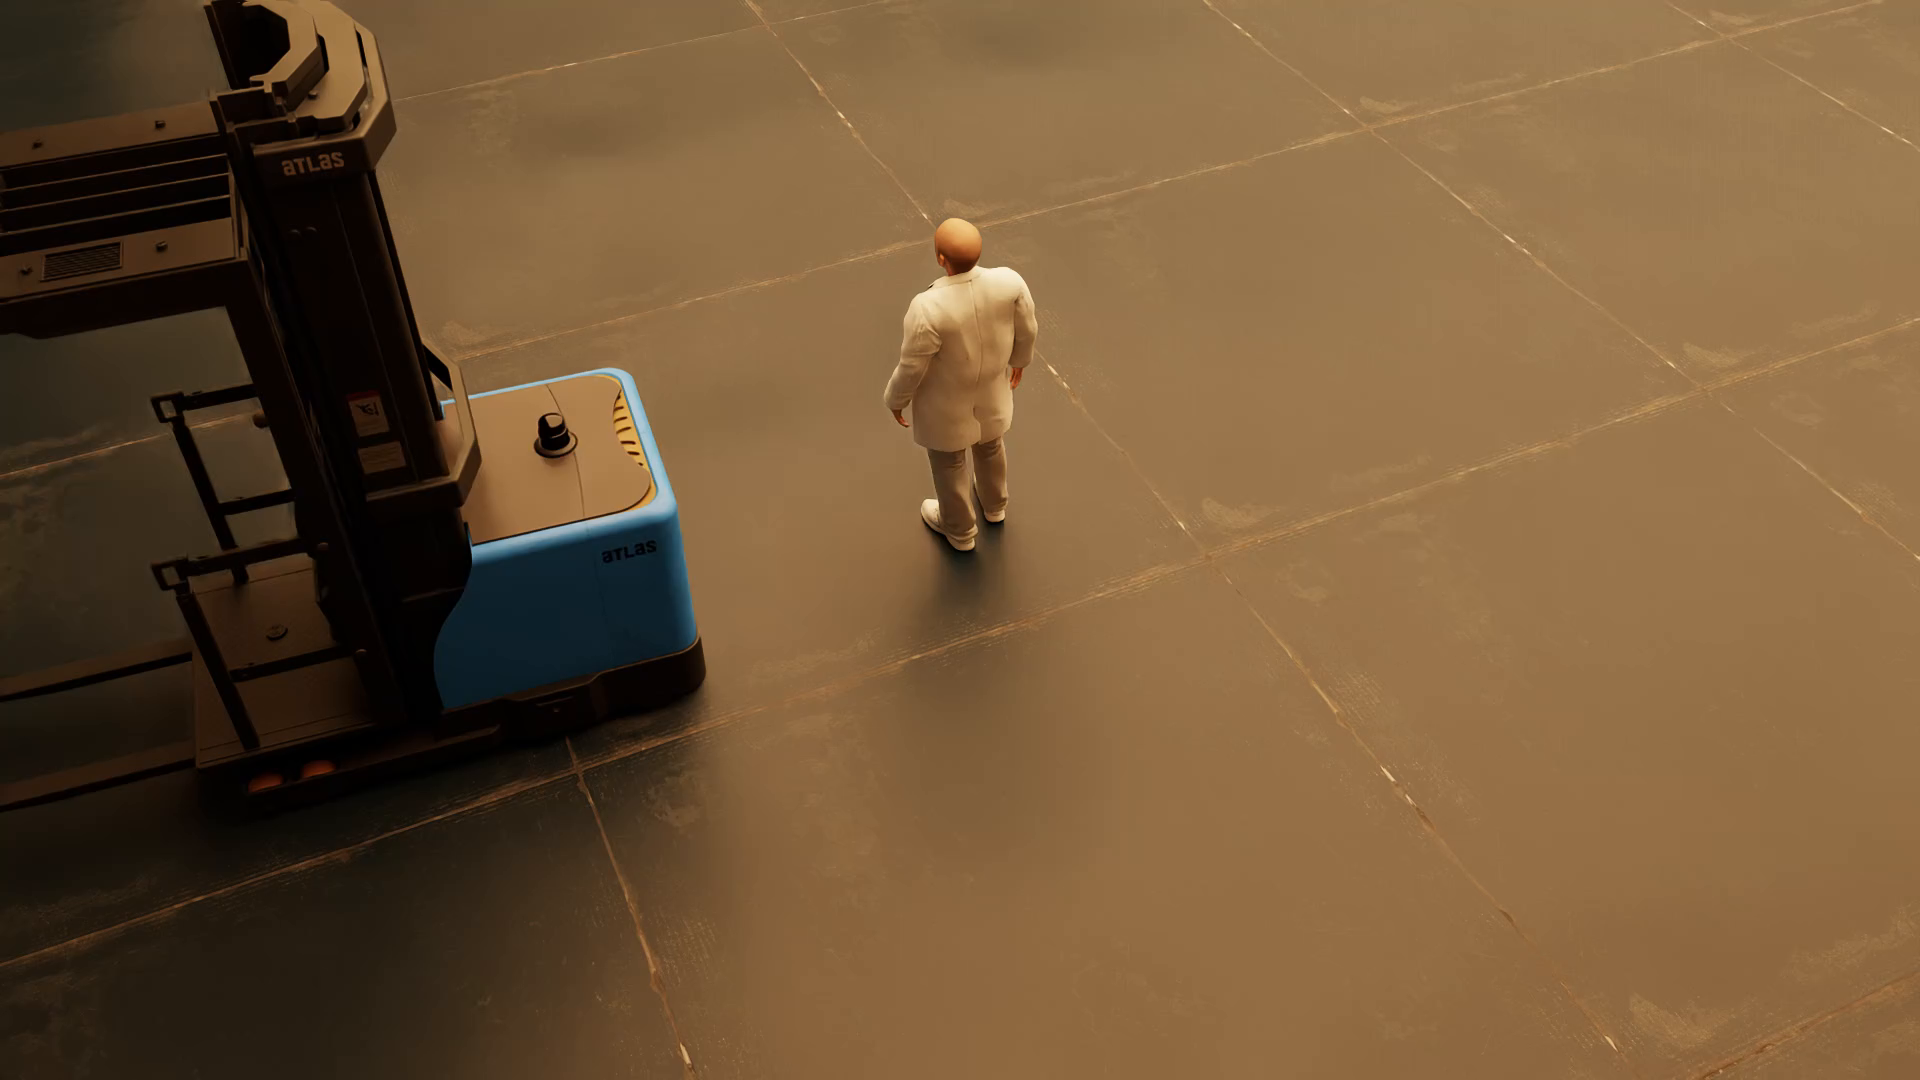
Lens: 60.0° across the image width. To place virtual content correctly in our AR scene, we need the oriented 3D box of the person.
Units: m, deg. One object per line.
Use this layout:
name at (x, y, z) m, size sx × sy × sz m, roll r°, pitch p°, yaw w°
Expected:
person at (-0.034, -0.713, 7.278) m, size 0.698 × 1.776 × 0.580 m, roll -18°, pitch 46°, yaw -18°

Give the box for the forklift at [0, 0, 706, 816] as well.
forklift at (-2.660, -0.389, 6.097) m, size 3.031 × 2.935 × 1.130 m, roll -14°, pitch 45°, yaw -14°
